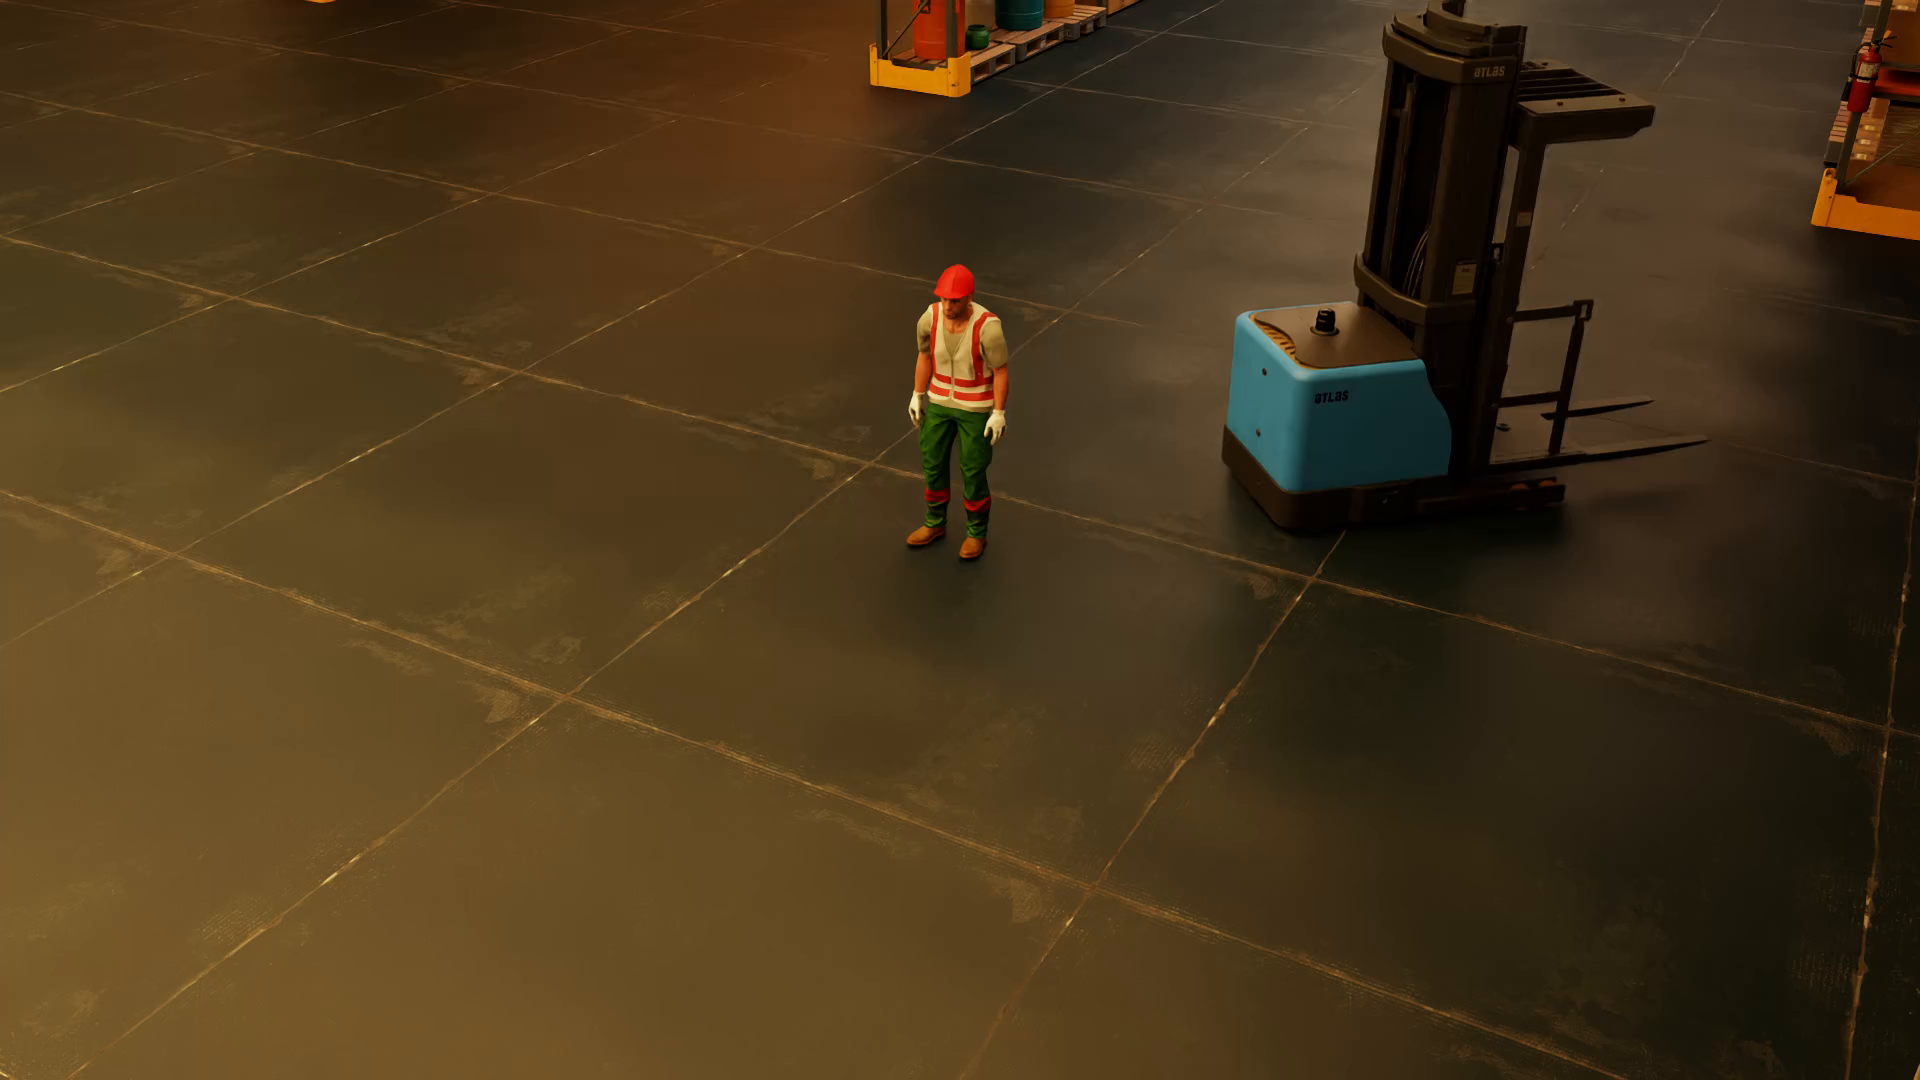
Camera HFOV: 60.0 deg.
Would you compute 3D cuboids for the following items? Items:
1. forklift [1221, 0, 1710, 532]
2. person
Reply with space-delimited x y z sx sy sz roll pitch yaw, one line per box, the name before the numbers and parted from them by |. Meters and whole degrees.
forklift | 3.268 -1.701 10.018 3.031 2.935 1.130 -7 31 -12
person | -0.015 -0.747 9.522 0.608 1.778 0.450 14 33 23
